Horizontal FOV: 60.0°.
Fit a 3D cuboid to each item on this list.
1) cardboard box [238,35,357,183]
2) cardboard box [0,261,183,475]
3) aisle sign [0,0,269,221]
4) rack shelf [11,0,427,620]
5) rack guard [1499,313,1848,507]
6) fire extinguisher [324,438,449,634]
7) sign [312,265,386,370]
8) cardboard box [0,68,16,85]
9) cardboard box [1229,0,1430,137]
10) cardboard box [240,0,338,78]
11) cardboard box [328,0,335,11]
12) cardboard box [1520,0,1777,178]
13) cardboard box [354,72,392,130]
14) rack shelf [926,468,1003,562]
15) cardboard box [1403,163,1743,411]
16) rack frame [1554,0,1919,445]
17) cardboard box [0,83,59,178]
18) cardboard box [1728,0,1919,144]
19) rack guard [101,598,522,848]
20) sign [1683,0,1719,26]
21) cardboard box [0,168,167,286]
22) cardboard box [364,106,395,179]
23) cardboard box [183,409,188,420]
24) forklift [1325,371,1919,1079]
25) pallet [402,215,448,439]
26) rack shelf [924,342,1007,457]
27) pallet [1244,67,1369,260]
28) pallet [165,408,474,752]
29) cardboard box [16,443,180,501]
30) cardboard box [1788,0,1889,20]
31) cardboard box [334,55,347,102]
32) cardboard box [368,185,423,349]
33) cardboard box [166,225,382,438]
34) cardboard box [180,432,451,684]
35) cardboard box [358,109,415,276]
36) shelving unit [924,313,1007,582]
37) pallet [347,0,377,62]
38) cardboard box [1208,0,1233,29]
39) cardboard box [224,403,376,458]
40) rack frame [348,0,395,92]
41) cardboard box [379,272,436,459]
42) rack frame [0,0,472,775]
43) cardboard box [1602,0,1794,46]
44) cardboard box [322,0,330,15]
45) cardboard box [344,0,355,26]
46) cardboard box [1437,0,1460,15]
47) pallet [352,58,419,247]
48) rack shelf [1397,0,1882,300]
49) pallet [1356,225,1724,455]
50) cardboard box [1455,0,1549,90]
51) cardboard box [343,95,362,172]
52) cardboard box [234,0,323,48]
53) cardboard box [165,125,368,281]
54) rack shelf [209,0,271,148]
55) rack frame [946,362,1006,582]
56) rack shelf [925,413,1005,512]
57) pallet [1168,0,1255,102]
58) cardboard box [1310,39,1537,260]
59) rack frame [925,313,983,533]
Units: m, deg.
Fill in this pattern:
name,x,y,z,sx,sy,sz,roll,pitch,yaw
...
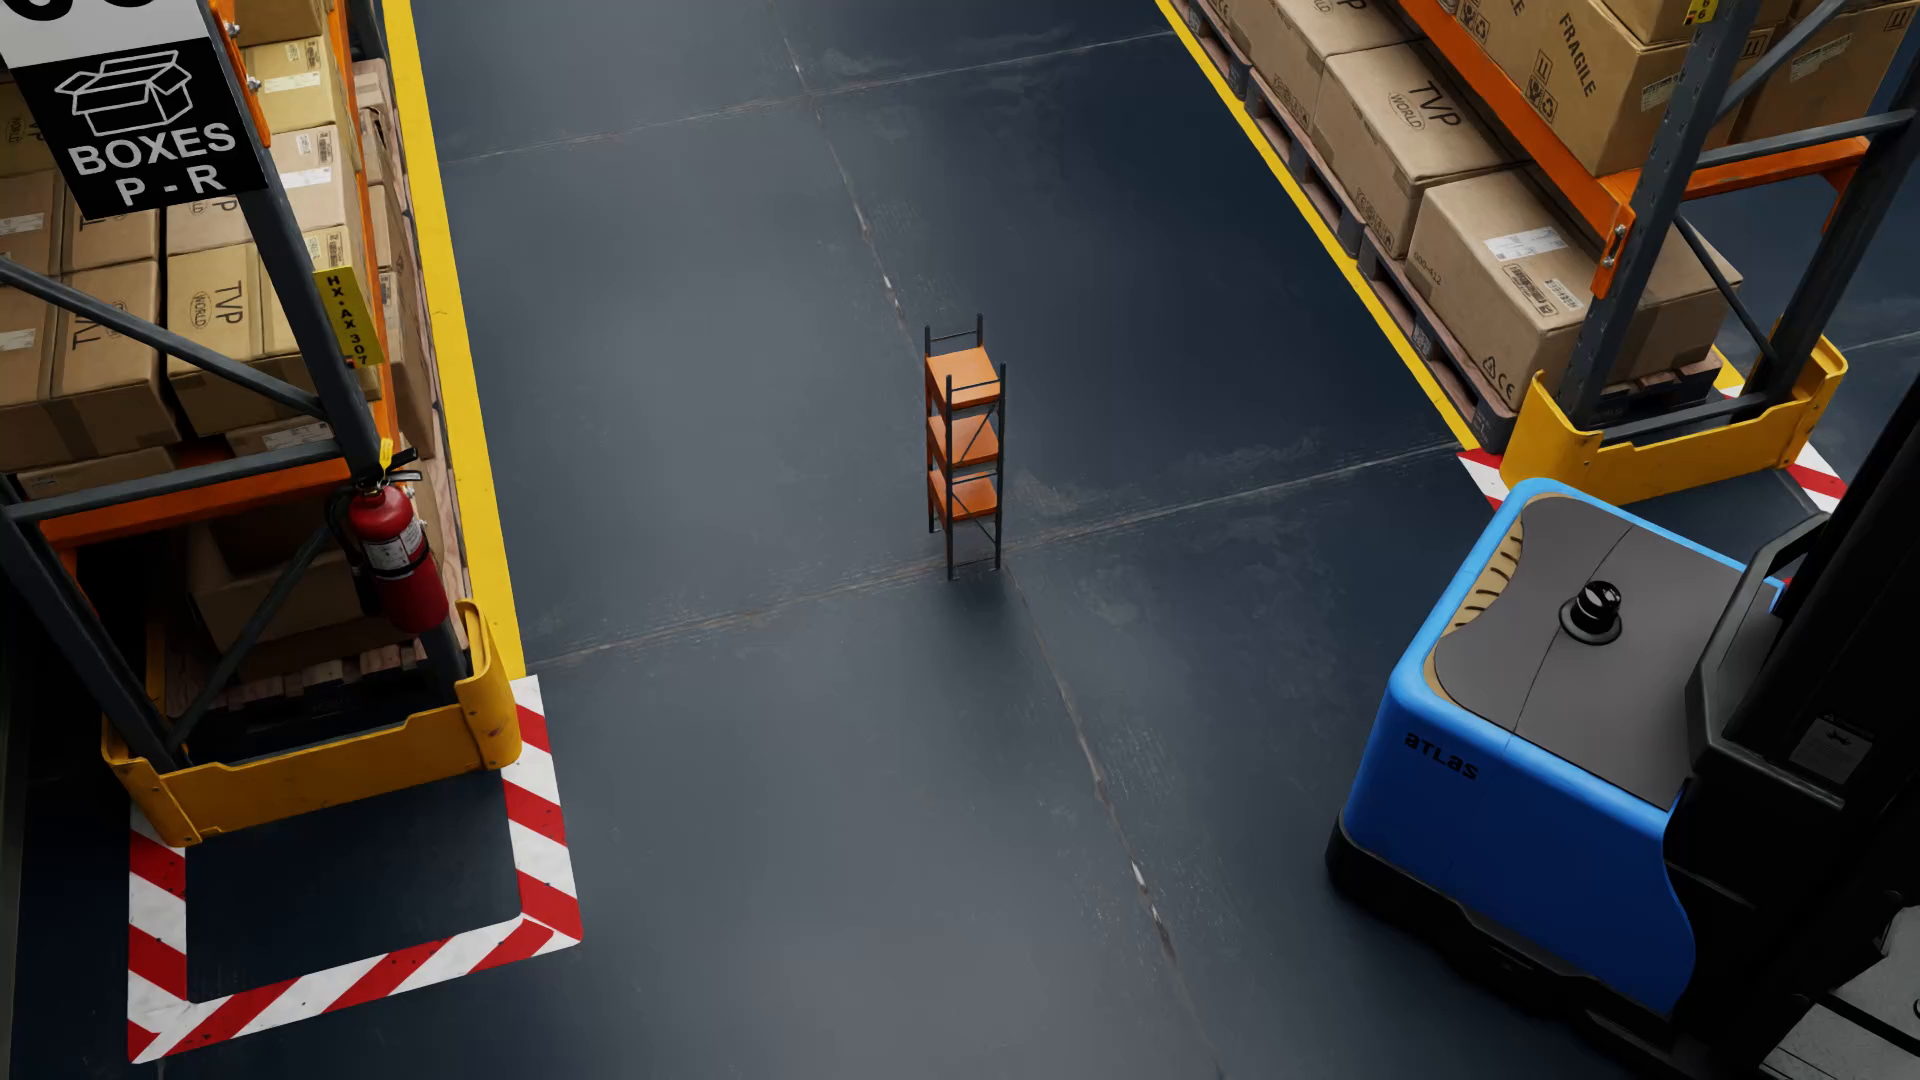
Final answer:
name,x,y,z,sx,sy,sz,roll,pitch,yaw
cardboard box,-2.238,-1.333,5.315,0.500,0.250,0.500,-14,51,-12
cardboard box,-2.448,-0.479,4.595,0.500,0.250,0.500,-12,51,-10
aisle sign,-1.758,-1.010,3.439,0.394,0.787,0.004,-13,51,-11
rack shelf,-2.650,-1.384,5.926,1.077,0.370,4.000,-13,51,-11
rack guard,2.689,-0.457,6.308,1.175,0.500,0.348,-13,51,-11
fire extinguisher,-1.574,-0.007,4.589,0.296,0.674,0.183,-13,51,-11
sign,-1.540,-0.557,4.192,0.100,0.325,0.005,-13,51,-11
cardboard box,-2.896,-1.600,5.541,0.500,0.250,0.500,-13,51,-11
cardboard box,1.848,-2.375,7.691,0.875,0.438,0.875,-15,51,-12
cardboard box,-2.409,-1.702,5.626,0.500,0.250,0.500,-15,51,-12
cardboard box,-2.554,-2.073,6.200,0.380,0.149,0.250,-14,51,-12
cardboard box,2.287,-1.605,5.576,0.500,0.500,0.500,-13,51,-11
cardboard box,-2.796,-1.953,7.524,0.380,0.149,0.250,-15,51,-12
rack shelf,0.016,-0.113,6.036,0.215,0.259,0.240,-13,51,-11
cardboard box,2.391,-1.049,6.574,0.875,0.438,0.875,-15,51,-12
rack frame,2.682,-1.280,5.368,1.000,3.000,0.127,-13,51,-11
cardboard box,-2.741,-1.218,5.219,0.500,0.250,0.500,-12,51,-10
cardboard box,2.814,-1.728,5.680,0.500,0.500,0.500,-14,51,-11
rack guard,-2.081,0.595,5.422,1.175,0.500,0.348,-13,51,-11
sign,2.160,-1.617,4.739,0.100,0.325,0.005,-13,51,-11
cardboard box,-2.599,-0.856,4.913,0.500,0.250,0.500,-13,51,-11
cardboard box,-2.691,-1.730,7.260,0.396,0.266,0.258,-12,51,-10
cardboard box,-2.429,-0.455,4.836,0.380,0.149,0.250,-12,51,-10
forklift,2.662,0.483,3.926,3.031,2.935,1.130,28,55,22
pallet,-2.675,-0.784,6.773,1.003,0.211,1.213,-13,51,-11
rack shelf,0.016,-0.475,5.607,0.215,0.259,0.240,-13,51,-11
pallet,2.014,-1.837,7.661,1.003,0.211,1.213,-13,51,-11
pallet,-2.318,0.106,6.023,1.003,0.211,1.213,-13,51,-11
cardboard box,-2.413,-0.256,4.668,0.380,0.149,0.250,-14,51,-11
cardboard box,2.812,-2.050,5.297,0.500,0.500,0.500,-14,51,-12
cardboard box,-2.325,-1.516,5.731,0.380,0.149,0.250,-12,51,-10
cardboard box,-2.425,-0.995,6.487,0.500,0.500,0.500,-12,51,-10
cardboard box,-1.935,-0.595,4.693,0.500,0.250,0.500,-13,51,-11
cardboard box,-2.149,0.046,5.608,0.797,0.503,0.637,-15,52,-12
cardboard box,-2.672,-1.345,6.782,0.700,0.500,0.500,-15,52,-12
shelving unit,0.016,-0.299,5.816,0.215,1.050,0.252,-13,51,-11
pallet,-3.518,-2.764,8.442,1.003,0.211,1.213,-13,51,-11
cardboard box,1.582,-3.029,8.242,0.875,0.438,0.875,-14,51,-12
cardboard box,-1.894,-0.377,4.770,0.380,0.149,0.250,-14,51,-11
rack frame,-3.241,-3.077,6.882,1.000,3.000,0.127,-13,51,-11
cardboard box,-2.365,-0.586,6.143,0.700,0.500,0.500,-11,51,-9
rack frame,-2.059,-0.155,4.419,1.000,3.000,0.127,-13,51,-11
cardboard box,2.312,-1.933,5.198,0.500,0.500,0.500,-12,51,-10
cardboard box,-2.561,-2.078,5.943,0.500,0.250,0.500,-14,51,-11
cardboard box,-3.170,-2.811,8.018,0.500,0.500,0.500,-11,51,-9
cardboard box,1.991,-2.349,6.203,0.500,0.500,0.500,-12,51,-10
pallet,-3.039,-1.676,7.525,1.003,0.211,1.213,-13,51,-11
rack shelf,2.091,-2.509,6.874,1.077,0.370,4.000,-13,51,-11
pallet,2.371,-0.948,6.911,1.003,0.211,1.213,-13,51,-11
cardboard box,2.152,-1.975,5.888,0.500,0.500,0.500,-14,51,-12
cardboard box,-2.227,-1.329,5.573,0.380,0.149,0.250,-15,51,-12
cardboard box,-2.379,-1.932,5.330,0.500,0.500,0.500,-12,51,-10
cardboard box,-2.085,-0.963,5.004,0.500,0.250,0.500,-13,51,-11
rack shelf,-2.650,-2.351,4.779,1.077,0.370,4.000,-13,51,-11
rack frame,0.052,-0.210,5.741,0.200,1.050,0.008,-13,51,-11
rack shelf,0.016,-0.292,5.824,0.215,0.259,0.240,-13,51,-11
pallet,1.649,-2.730,8.413,1.003,0.211,1.213,-13,51,-11
cardboard box,2.113,-1.716,7.136,0.875,0.438,0.875,-12,51,-10
rack frame,-0.020,-0.388,5.891,0.200,1.050,0.008,-13,51,-11
